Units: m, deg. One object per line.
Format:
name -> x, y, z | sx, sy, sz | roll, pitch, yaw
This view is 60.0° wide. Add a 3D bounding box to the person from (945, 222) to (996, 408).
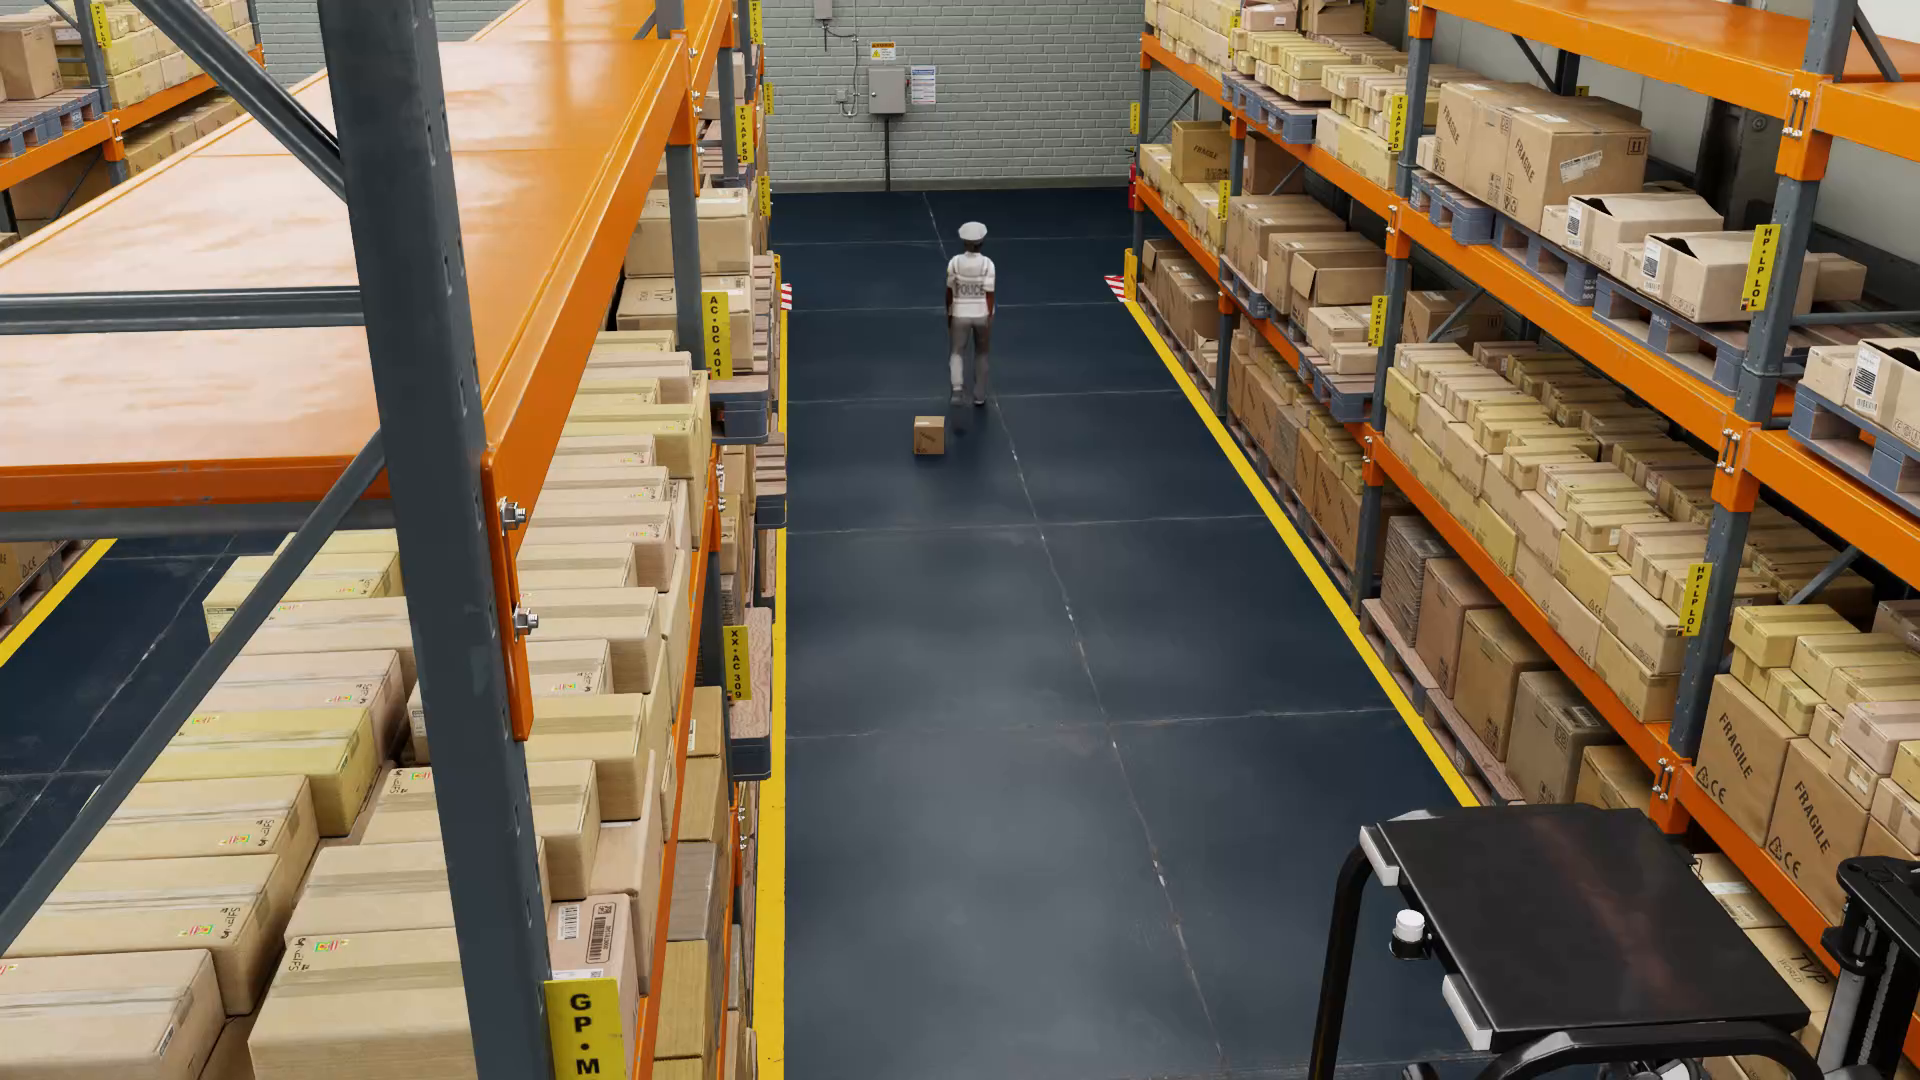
person -> 0.088, -1.950, 14.653 | 0.444, 1.660, 0.721 | 1, 24, 2
